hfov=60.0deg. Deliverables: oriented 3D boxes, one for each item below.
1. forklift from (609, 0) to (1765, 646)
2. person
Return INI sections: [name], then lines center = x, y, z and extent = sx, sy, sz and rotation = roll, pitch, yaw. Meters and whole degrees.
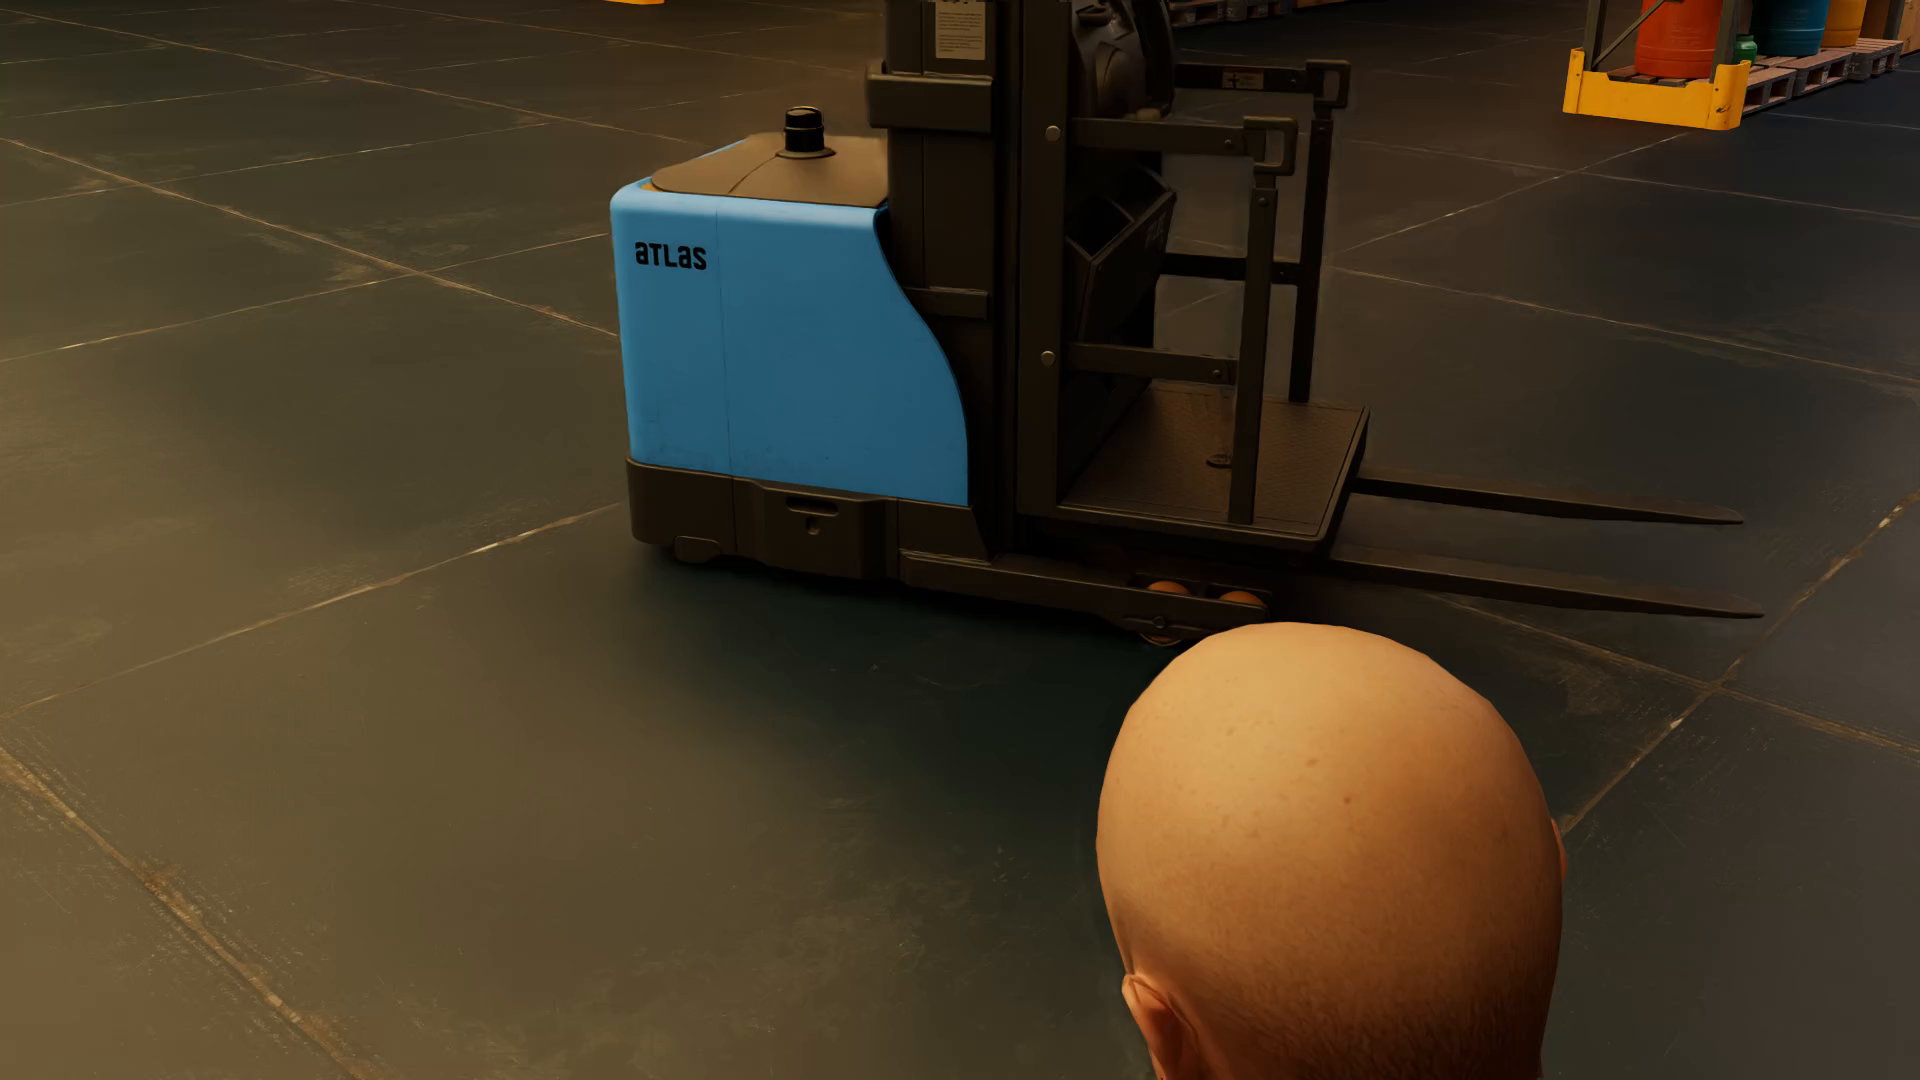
[forklift]
center = 0.615, -1.280, 4.246
extent = 3.031, 2.935, 1.130
rotation = 8, 25, 17
[person]
center = 0.237, 0.886, 0.895
extent = 0.932, 1.758, 0.550
rotation = 3, 24, 7
